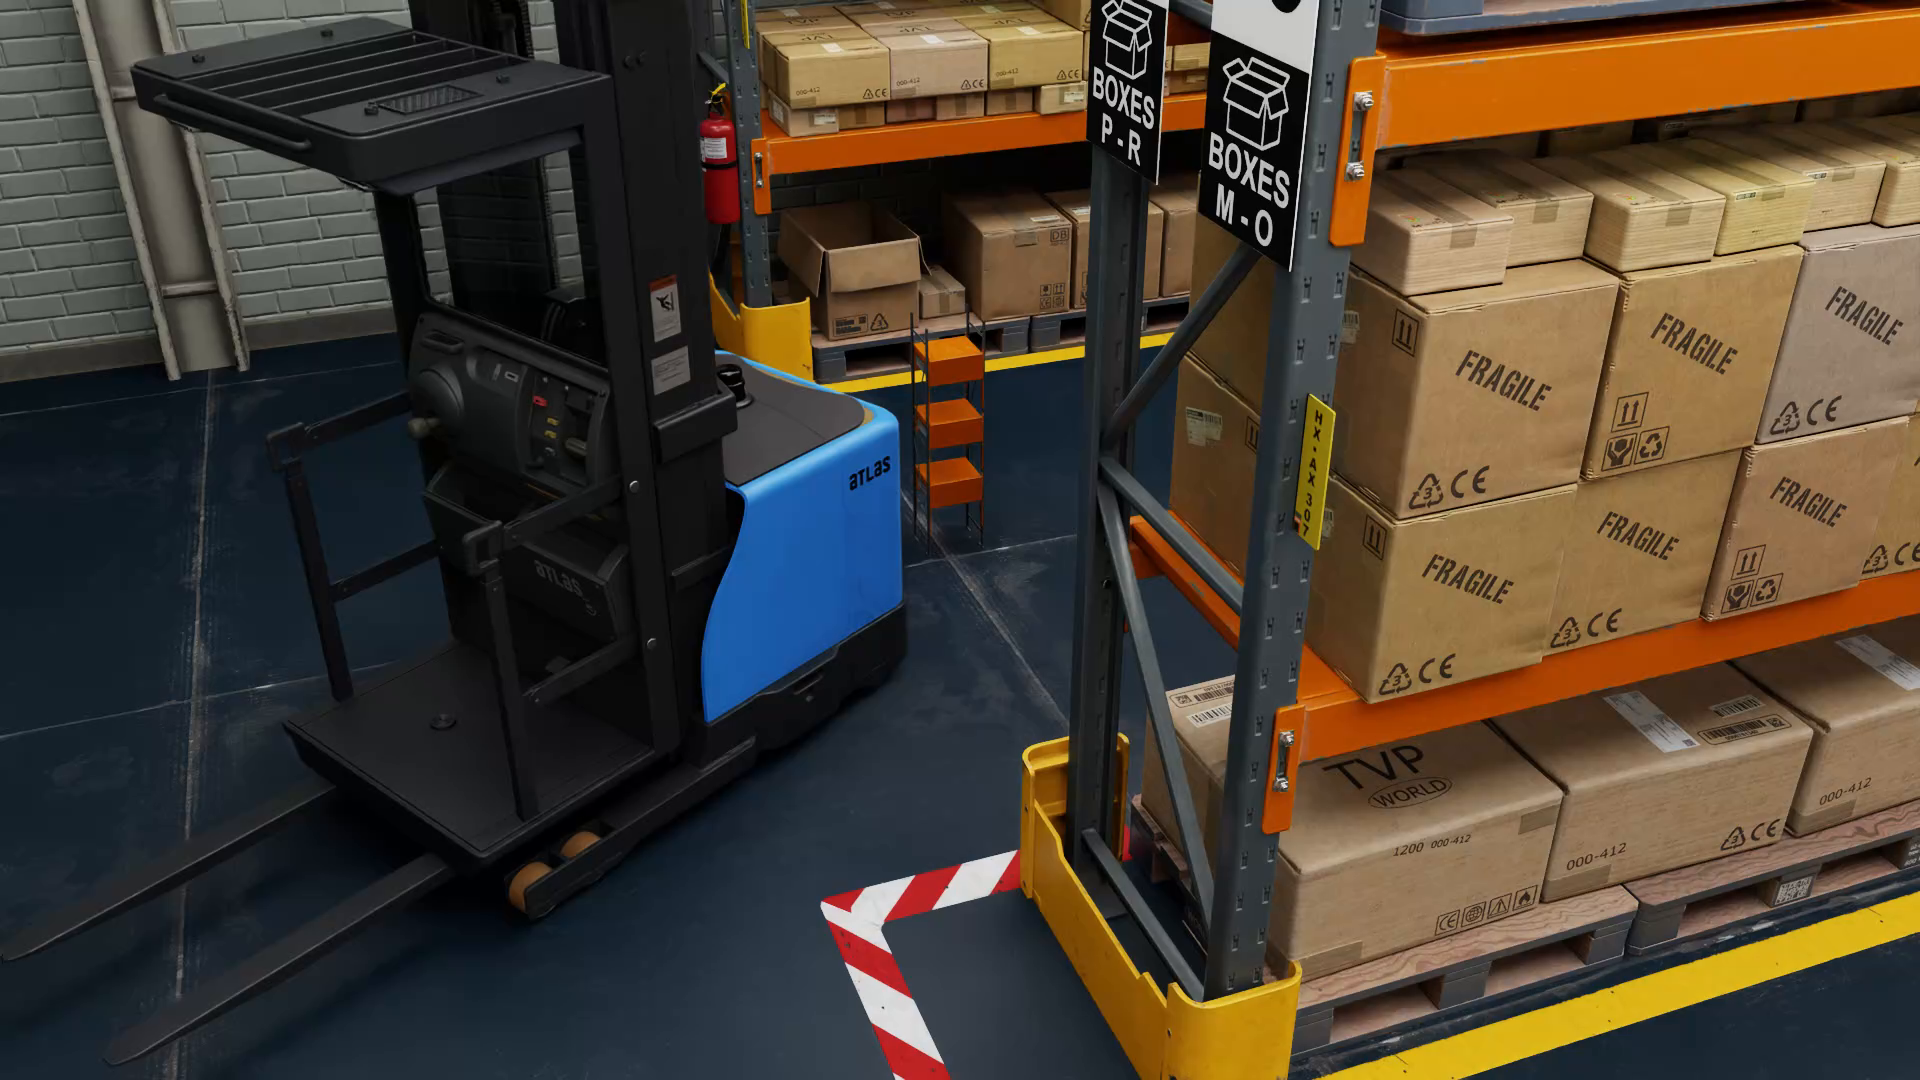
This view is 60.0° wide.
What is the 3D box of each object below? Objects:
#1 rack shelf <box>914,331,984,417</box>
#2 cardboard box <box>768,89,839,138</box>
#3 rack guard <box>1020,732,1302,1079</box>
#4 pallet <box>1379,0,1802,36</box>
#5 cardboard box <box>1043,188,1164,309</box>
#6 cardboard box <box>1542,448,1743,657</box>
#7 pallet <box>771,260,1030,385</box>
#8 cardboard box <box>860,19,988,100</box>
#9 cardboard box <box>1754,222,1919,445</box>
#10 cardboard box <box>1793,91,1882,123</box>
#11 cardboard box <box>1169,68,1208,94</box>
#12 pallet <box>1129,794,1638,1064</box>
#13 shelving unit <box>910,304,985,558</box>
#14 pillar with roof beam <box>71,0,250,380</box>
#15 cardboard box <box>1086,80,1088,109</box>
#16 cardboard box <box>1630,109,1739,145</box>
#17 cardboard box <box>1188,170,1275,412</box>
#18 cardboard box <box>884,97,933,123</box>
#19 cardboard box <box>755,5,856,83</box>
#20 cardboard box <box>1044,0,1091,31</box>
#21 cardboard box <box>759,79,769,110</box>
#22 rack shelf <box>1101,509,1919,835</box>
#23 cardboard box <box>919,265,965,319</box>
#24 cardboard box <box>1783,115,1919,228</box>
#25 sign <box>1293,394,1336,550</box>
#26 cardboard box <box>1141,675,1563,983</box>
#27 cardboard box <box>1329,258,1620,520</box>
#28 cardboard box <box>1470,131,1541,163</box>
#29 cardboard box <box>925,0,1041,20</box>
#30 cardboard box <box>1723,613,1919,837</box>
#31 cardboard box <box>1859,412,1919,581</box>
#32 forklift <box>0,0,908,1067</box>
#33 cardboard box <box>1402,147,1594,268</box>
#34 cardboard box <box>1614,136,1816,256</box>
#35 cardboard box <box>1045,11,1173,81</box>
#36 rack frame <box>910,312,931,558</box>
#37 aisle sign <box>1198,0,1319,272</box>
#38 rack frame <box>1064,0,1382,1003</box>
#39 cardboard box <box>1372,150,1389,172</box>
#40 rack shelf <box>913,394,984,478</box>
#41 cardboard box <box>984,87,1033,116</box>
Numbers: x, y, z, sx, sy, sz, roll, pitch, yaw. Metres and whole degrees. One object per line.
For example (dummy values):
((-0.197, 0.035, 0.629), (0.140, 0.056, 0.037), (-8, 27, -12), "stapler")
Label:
((-0.050, -0.684, 6.839), (0.240, 0.259, 0.215), (-10, 31, -18), "rack shelf")
((-0.771, -2.112, 8.180), (0.250, 0.149, 0.380), (-11, 31, -18), "cardboard box")
((0.537, 1.101, 4.812), (0.348, 0.500, 1.175), (-10, 31, -18), "rack guard")
((1.251, -1.387, 3.713), (1.213, 0.211, 1.003), (-10, 31, -18), "pallet")
((0.777, -1.624, 9.171), (0.500, 0.500, 0.500), (-10, 31, -17), "cardboard box")
((1.574, -0.082, 4.264), (0.500, 0.500, 0.500), (-11, 31, -18), "cardboard box")
((-0.357, -1.231, 9.197), (1.213, 0.211, 1.003), (-10, 31, -18), "pallet")
((-0.183, -2.396, 8.276), (0.500, 0.250, 0.500), (-10, 31, -17), "cardboard box")
((2.070, -0.603, 4.166), (0.500, 0.500, 0.500), (-11, 31, -18), "cardboard box")
((2.255, -1.186, 4.535), (0.250, 0.149, 0.380), (-9, 31, -16), "cardboard box")
((1.126, -2.507, 8.874), (0.250, 0.149, 0.380), (-10, 31, -17), "cardboard box")
((1.282, 1.048, 5.197), (1.213, 0.211, 1.003), (-10, 31, -18), "pallet")
((-0.050, -0.447, 6.974), (0.252, 1.050, 0.215), (-10, 31, -18), "shelving unit")
((-2.515, -2.853, 3.168), (0.400, 9.000, 9.100), (-10, 31, -18), "pillar with roof beam")
((0.693, -2.366, 8.626), (0.250, 0.149, 0.380), (-10, 31, -16), "cardboard box")
((1.788, -1.079, 4.347), (0.250, 0.149, 0.380), (-11, 31, -18), "cardboard box")
((0.928, -0.661, 4.268), (0.500, 0.500, 0.500), (-9, 31, -16), "cardboard box")
((-0.315, -2.239, 8.403), (0.250, 0.149, 0.380), (-11, 31, -18), "cardboard box")
((-0.836, -2.558, 8.561), (0.500, 0.250, 0.500), (-10, 31, -16), "cardboard box")
((0.750, -2.894, 8.392), (0.500, 0.500, 0.500), (-10, 31, -16), "cardboard box")
((-0.958, -2.364, 8.623), (0.250, 0.149, 0.380), (-11, 31, -18), "cardboard box")
((2.434, -0.022, 4.985), (4.000, 0.370, 1.077), (-10, 31, -18), "rack shelf")
((-0.157, -1.352, 9.049), (0.250, 0.149, 0.380), (-12, 32, -20), "cardboard box")
((2.210, -0.899, 4.031), (0.250, 0.149, 0.380), (-10, 31, -17), "cardboard box")
((0.747, -0.141, 3.513), (0.005, 0.325, 0.100), (-10, 31, -18), "sign")
((1.143, 0.781, 5.012), (0.875, 0.438, 0.875), (-12, 32, -19), "cardboard box")
((1.109, -0.418, 3.842), (0.500, 0.500, 0.500), (-11, 32, -19), "cardboard box")
((1.268, -1.042, 4.283), (0.250, 0.149, 0.380), (-11, 31, -18), "cardboard box")
((0.113, -2.730, 8.862), (0.500, 0.250, 0.500), (-9, 31, -16), "cardboard box")
((2.844, 0.465, 5.568), (0.875, 0.438, 0.875), (-11, 32, -19), "cardboard box")
((2.521, -0.256, 4.568), (0.500, 0.500, 0.500), (-9, 31, -16), "cardboard box")
((-1.524, -0.379, 4.954), (1.130, 2.935, 3.031), (22, 36, 33), "forklift")
((1.210, -0.760, 3.787), (0.250, 0.149, 0.380), (-10, 31, -16), "cardboard box")
((1.734, -0.805, 3.867), (0.250, 0.149, 0.380), (-11, 32, -19), "cardboard box")
((0.763, -2.583, 8.605), (0.500, 0.250, 0.500), (-11, 32, -19), "cardboard box")
((-0.164, -0.426, 6.937), (0.008, 1.050, 0.200), (-10, 31, -18), "rack frame")
((0.593, -0.972, 3.299), (0.004, 0.787, 0.394), (-10, 31, -18), "aisle sign")
((0.560, 0.011, 4.201), (0.127, 3.000, 1.000), (-10, 31, -18), "rack frame")
((0.826, -0.904, 4.040), (0.250, 0.149, 0.380), (-10, 31, -17), "cardboard box")
((-0.050, -0.438, 6.979), (0.240, 0.259, 0.215), (-10, 31, -18), "rack shelf")
((0.191, -2.302, 8.514), (0.250, 0.149, 0.380), (-10, 31, -17), "cardboard box")
